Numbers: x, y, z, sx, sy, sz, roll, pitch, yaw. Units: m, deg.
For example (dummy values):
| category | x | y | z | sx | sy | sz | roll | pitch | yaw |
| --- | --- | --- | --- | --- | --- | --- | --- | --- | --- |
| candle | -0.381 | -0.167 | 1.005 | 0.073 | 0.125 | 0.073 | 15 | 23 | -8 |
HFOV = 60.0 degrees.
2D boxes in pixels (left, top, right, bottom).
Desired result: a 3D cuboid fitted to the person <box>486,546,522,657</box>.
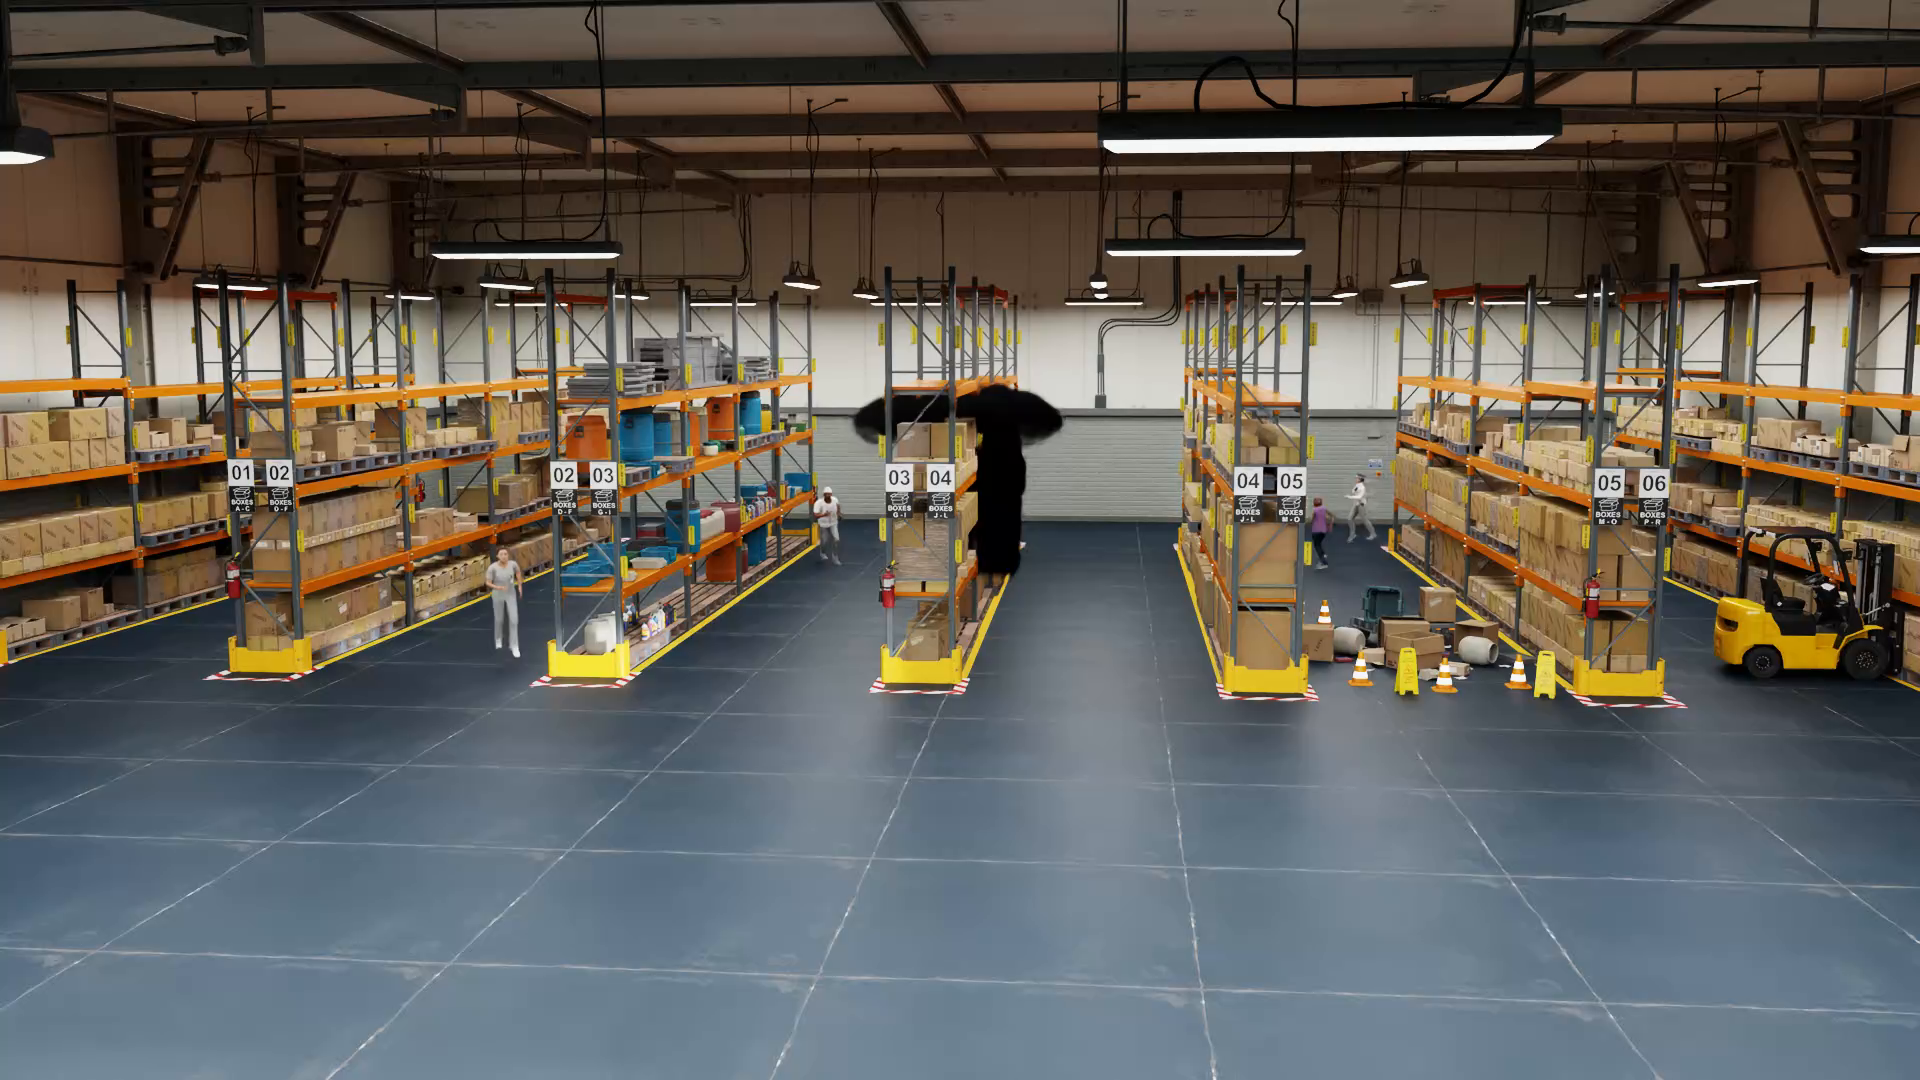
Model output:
| category | x | y | z | sx | sy | sz | roll | pitch | yaw |
| --- | --- | --- | --- | --- | --- | --- | --- | --- | --- |
| person | -6.911 | 0.904 | 25.199 | 0.556 | 1.679 | 0.848 | -3 | 8 | -24 |

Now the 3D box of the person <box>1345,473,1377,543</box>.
| category | x | y | z | sx | sy | sz | roll | pitch | yaw |
| --- | --- | --- | --- | --- | --- | --- | --- | --- | --- |
| person | 9.817 | -0.784 | 40.793 | 0.817 | 1.742 | 0.588 | -1 | 7 | -6 |

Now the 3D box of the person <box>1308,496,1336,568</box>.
| category | x | y | z | sx | sy | sz | roll | pitch | yaw |
| --- | --- | --- | --- | --- | --- | --- | --- | --- | --- |
| person | 7.873 | -0.174 | 36.283 | 0.623 | 1.553 | 0.547 | -2 | 7 | -17 |

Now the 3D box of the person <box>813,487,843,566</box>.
| category | x | y | z | sx | sy | sz | roll | pitch | yaw |
| --- | --- | --- | --- | --- | --- | --- | --- | --- | --- |
| person | -2.926 | -0.327 | 36.748 | 0.721 | 1.736 | 0.925 | -2 | 7 | -19 |
